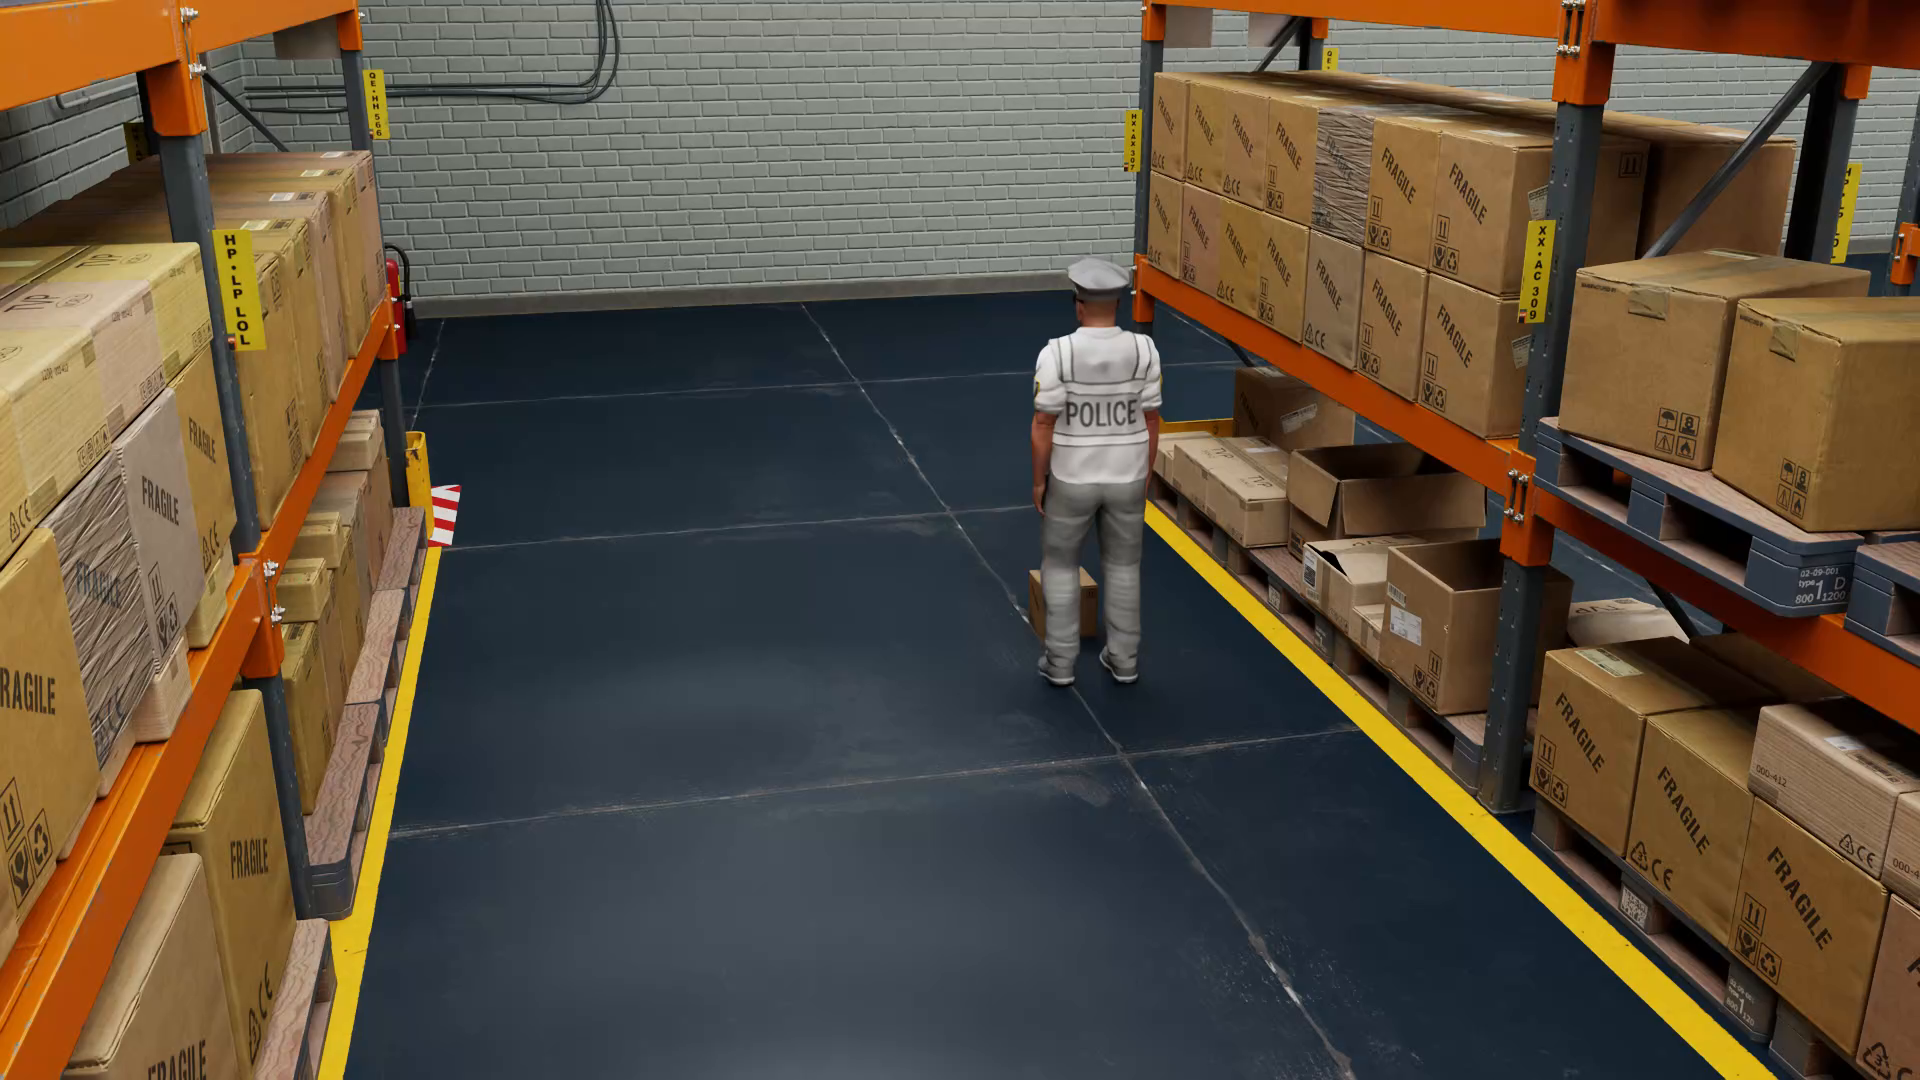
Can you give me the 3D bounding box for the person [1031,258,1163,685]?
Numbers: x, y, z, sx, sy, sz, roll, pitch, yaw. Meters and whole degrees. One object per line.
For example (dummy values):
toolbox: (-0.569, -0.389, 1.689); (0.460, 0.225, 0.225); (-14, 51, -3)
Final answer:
person: (0.538, -0.253, 6.789); (0.529, 1.778, 0.394); (-3, 20, -9)
